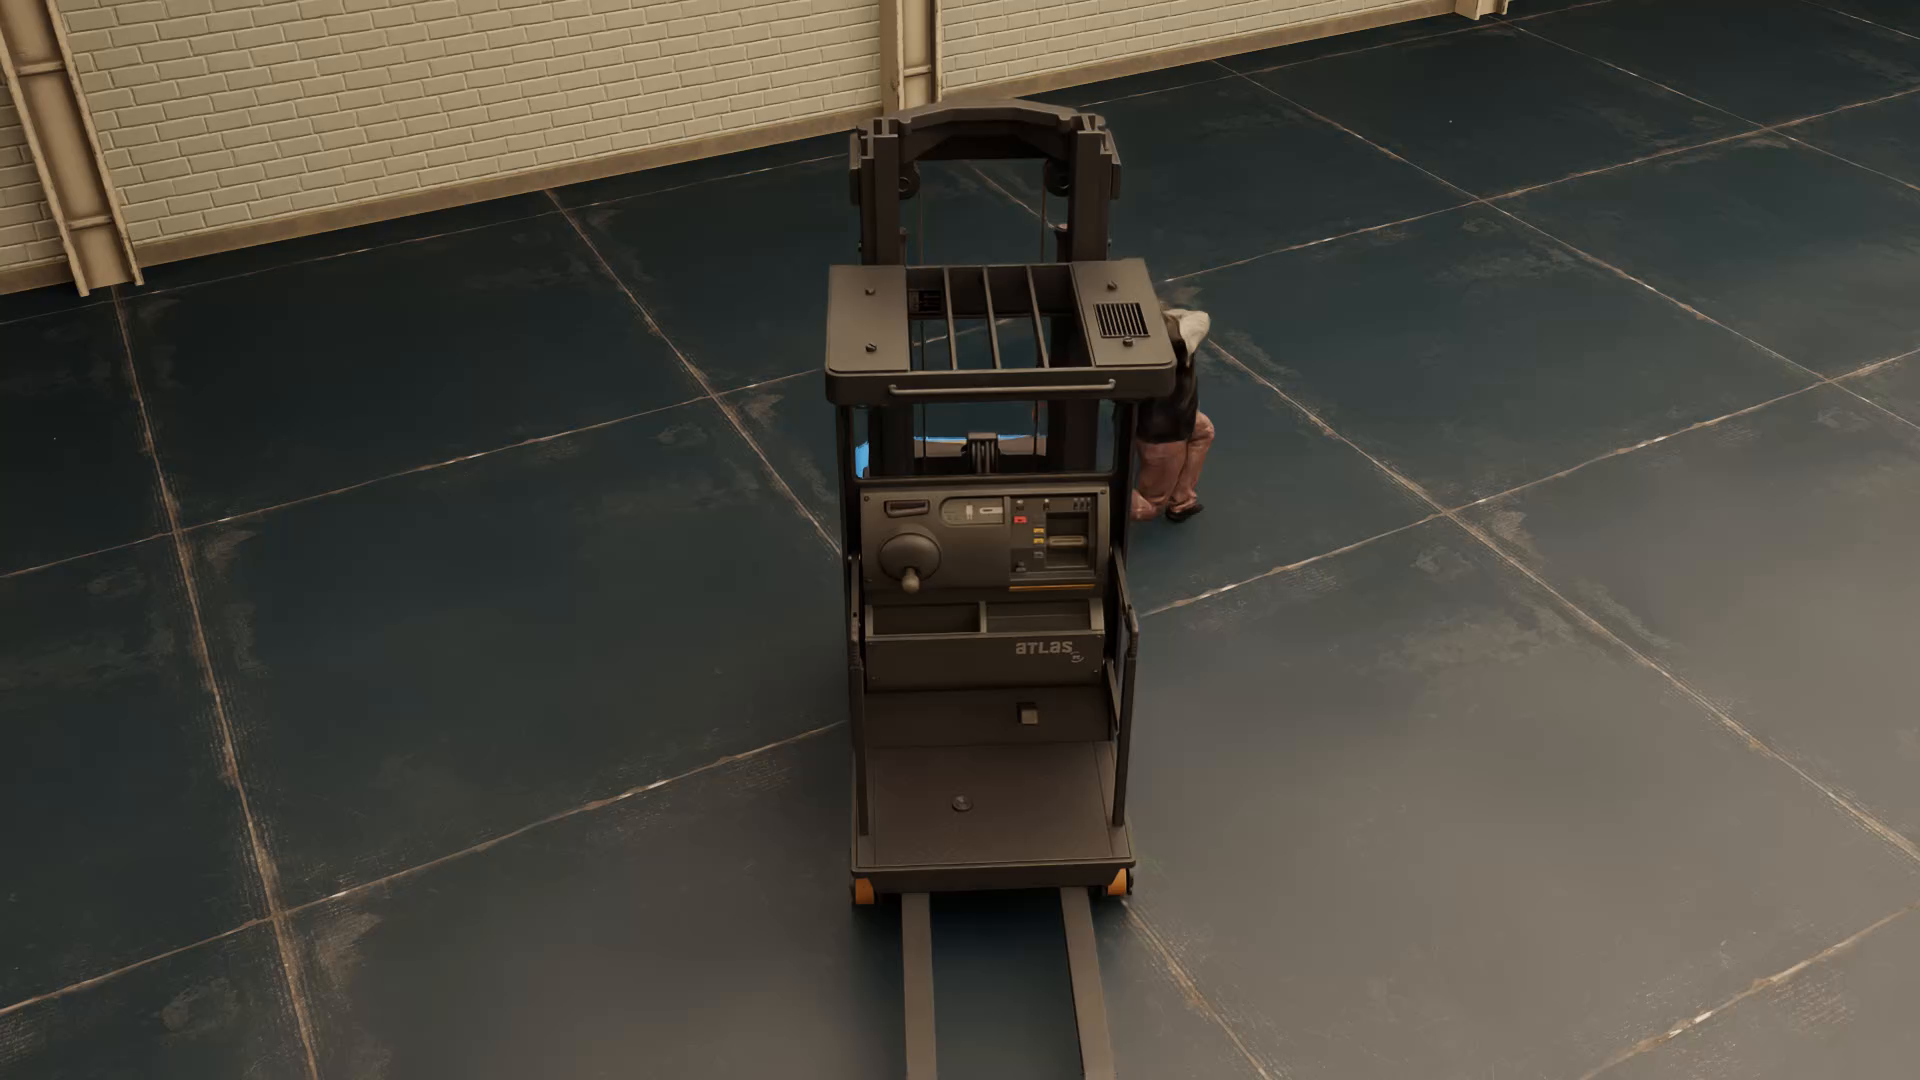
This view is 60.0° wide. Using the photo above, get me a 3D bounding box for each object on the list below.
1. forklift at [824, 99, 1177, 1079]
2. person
[{"bbox_3d":[0.108,0.057,6.042,1.130,2.935,3.031,-2,35,-2],"label":"forklift"},{"bbox_3d":[0.861,-0.677,8.410,0.956,1.490,0.730,-24,42,-30],"label":"person"}]
